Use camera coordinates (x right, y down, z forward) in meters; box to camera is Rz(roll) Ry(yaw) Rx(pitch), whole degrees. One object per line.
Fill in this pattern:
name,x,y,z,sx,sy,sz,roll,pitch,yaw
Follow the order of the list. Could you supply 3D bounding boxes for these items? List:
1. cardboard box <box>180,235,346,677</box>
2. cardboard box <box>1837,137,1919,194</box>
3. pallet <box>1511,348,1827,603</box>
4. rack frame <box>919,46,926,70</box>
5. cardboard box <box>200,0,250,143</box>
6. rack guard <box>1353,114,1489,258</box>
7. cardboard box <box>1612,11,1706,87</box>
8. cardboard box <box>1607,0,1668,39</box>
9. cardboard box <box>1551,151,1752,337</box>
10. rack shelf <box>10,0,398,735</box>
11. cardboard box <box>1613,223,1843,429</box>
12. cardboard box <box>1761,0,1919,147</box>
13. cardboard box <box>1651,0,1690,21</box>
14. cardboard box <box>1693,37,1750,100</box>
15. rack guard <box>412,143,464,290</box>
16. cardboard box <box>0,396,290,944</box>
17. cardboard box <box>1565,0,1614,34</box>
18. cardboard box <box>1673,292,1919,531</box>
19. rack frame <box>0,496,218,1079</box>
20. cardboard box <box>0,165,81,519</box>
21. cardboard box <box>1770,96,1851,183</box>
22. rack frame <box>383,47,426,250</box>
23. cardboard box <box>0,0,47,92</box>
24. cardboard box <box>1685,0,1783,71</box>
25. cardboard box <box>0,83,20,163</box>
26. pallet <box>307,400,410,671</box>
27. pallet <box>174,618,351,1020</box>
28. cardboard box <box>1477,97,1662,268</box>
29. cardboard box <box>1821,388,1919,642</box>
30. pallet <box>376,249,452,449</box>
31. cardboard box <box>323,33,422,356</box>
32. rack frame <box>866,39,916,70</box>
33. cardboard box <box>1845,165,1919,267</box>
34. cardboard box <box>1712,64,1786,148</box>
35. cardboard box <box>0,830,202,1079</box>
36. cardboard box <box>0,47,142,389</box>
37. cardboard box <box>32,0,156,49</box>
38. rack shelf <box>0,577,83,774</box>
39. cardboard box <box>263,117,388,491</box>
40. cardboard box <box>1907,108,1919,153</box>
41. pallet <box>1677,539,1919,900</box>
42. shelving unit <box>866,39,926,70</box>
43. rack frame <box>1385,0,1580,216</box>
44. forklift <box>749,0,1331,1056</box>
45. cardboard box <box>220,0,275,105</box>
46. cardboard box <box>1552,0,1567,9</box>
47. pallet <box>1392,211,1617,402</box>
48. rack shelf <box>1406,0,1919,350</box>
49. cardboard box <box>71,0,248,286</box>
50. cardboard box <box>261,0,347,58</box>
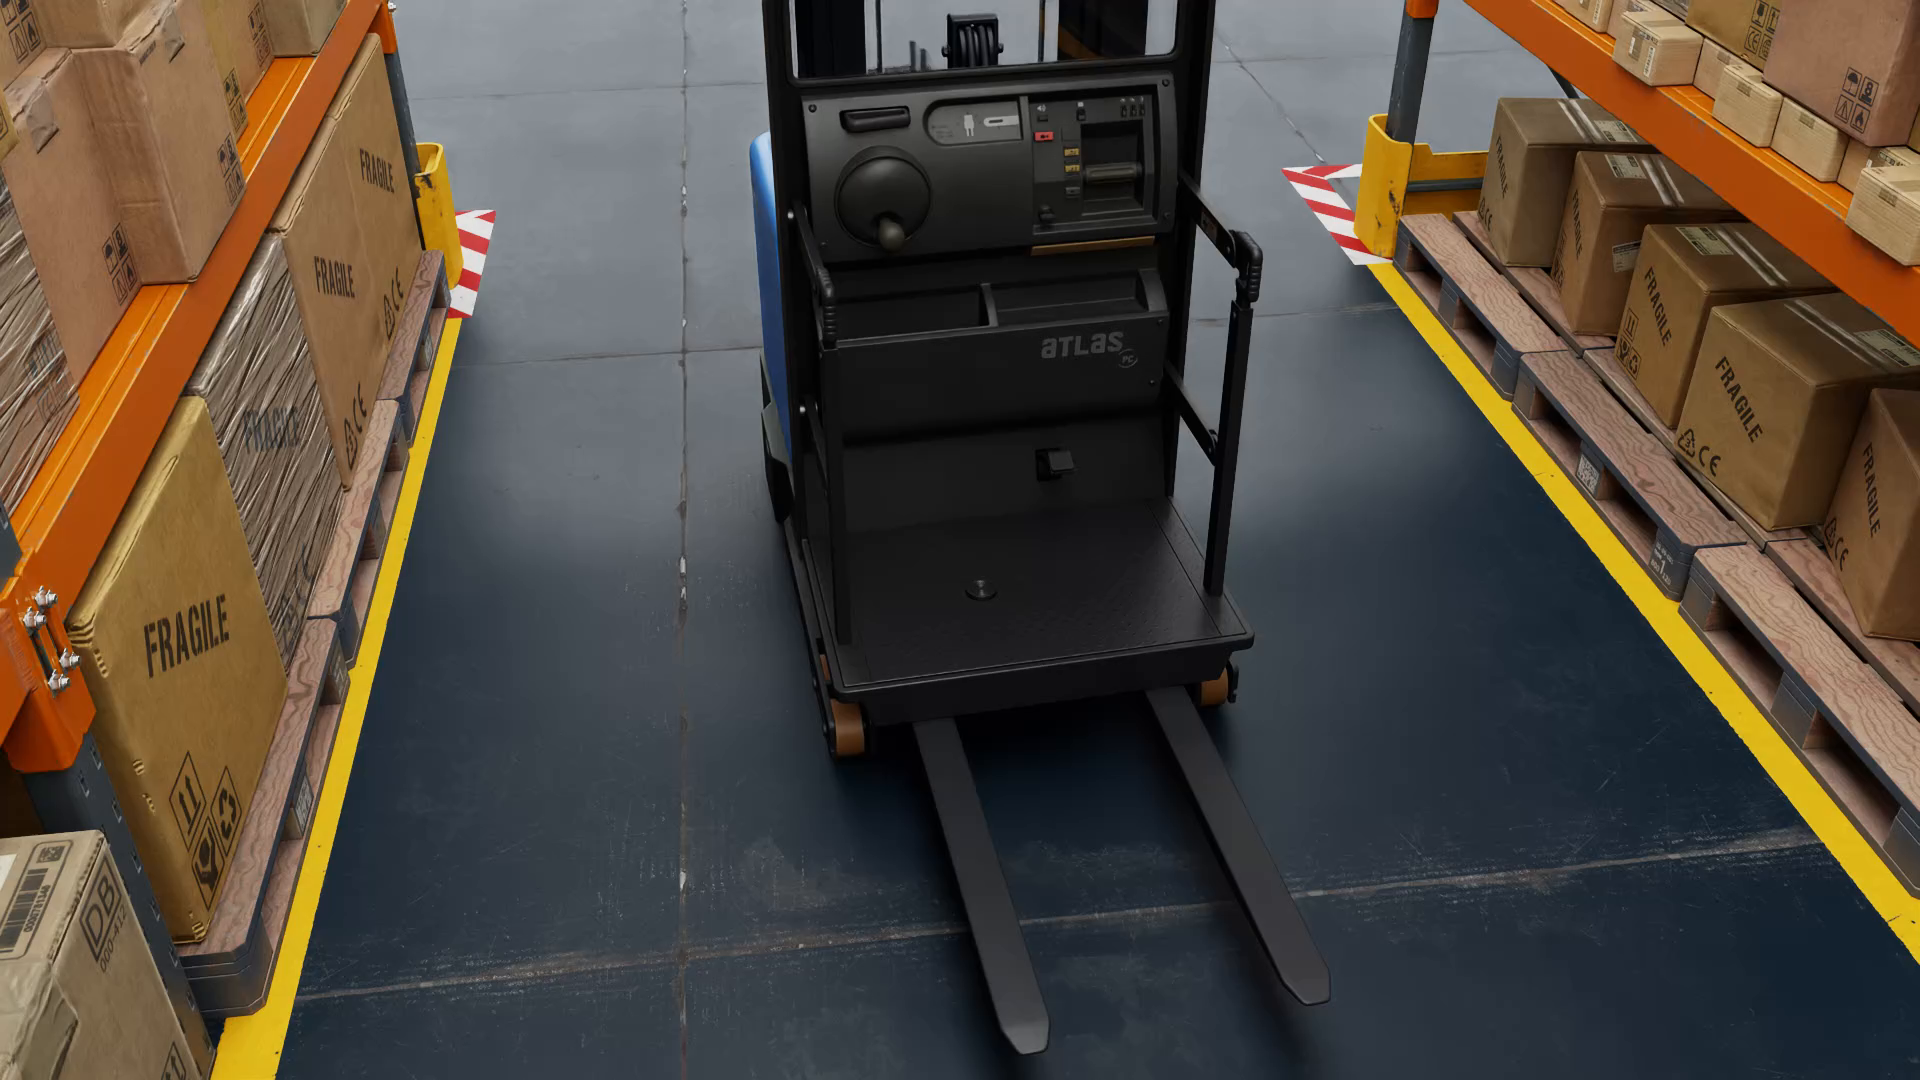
cardboard box,-2.240,-0.205,4.400,0.875,0.875,0.875,-4,34,-6
cardboard box,2.463,-0.928,4.171,0.380,0.149,0.250,-4,35,-6
pallet,2.536,-0.271,5.461,1.003,0.211,1.213,-4,35,-6
rack frame,-0.210,-1.067,5.709,0.240,1.200,0.006,-7,25,-11
cardboard box,-2.384,-1.221,4.244,0.875,0.550,0.500,-4,35,-6
rack guard,2.301,-1.526,7.045,1.175,0.500,0.348,-4,35,-6
cardboard box,2.199,-1.476,4.976,0.380,0.149,0.250,-4,35,-6
cardboard box,2.268,-1.624,5.192,0.380,0.149,0.250,-4,35,-6
cardboard box,2.473,-1.061,5.991,0.500,0.500,0.500,4,35,6
rack shelf,-2.369,-0.869,4.500,1.077,0.370,4.000,-4,35,-6
cardboard box,2.538,-0.711,5.476,0.500,0.500,0.500,-1,34,-2
cardboard box,2.630,-1.342,4.203,0.875,0.500,0.500,-4,35,-6
cardboard box,2.548,-1.904,5.028,0.875,0.500,0.500,-4,35,-6
cardboard box,2.364,-1.347,4.786,0.380,0.149,0.250,-4,35,-6
rack guard,-2.641,-1.263,6.659,1.175,0.500,0.348,-4,35,-6
cardboard box,-2.115,0.298,3.663,0.875,0.875,0.875,-4,34,-6
cardboard box,2.207,-1.761,5.393,0.380,0.149,0.250,-4,35,-6
cardboard box,2.569,-0.396,5.014,0.500,0.500,0.500,-7,35,-11
rack frame,-2.100,-0.050,2.660,1.000,3.000,0.127,-4,35,-6
cardboard box,-2.161,-0.317,2.918,0.875,0.550,0.550,-4,35,-6
cardboard box,2.390,-1.065,4.372,0.380,0.149,0.250,-4,35,-6
rack frame,-2.638,-2.282,5.935,1.000,3.000,0.127,-4,35,-6
cardboard box,-2.304,-1.065,3.057,0.875,0.550,0.550,-4,35,-6
cardboard box,2.604,-1.625,4.617,0.875,0.500,0.500,-4,35,-6
cardboard box,-2.115,-0.767,2.619,0.875,0.550,0.550,-4,35,-6
pallet,-2.292,-0.010,5.078,1.003,0.211,1.213,-4,35,-6
pallet,-2.124,0.672,4.077,1.003,0.211,1.213,-4,35,-6
cardboard box,2.358,-1.392,6.476,0.500,0.500,0.500,2,34,2
cardboard box,2.730,-0.055,4.514,0.500,0.500,0.500,6,35,9
pallet,-2.452,-0.690,6.075,1.003,0.211,1.213,-4,35,-6
cardboard box,-2.481,-1.204,5.867,0.875,0.875,0.875,-4,34,-6
rack frame,-0.251,-1.140,5.872,0.240,1.200,0.006,-7,25,-11
cardboard box,2.366,-0.779,3.952,0.380,0.149,0.250,-4,35,-6
cardboard box,2.322,-1.201,4.572,0.380,0.149,0.250,-4,35,-6
cardboard box,-1.927,1.046,2.677,1.050,0.750,0.750,-5,35,-7
cardboard box,-2.257,-0.622,3.366,0.875,0.550,0.550,-4,35,-6
cardboard box,-2.241,-1.377,3.514,0.875,0.550,0.550,-4,35,-6
rack shelf,-1.831,1.363,1.225,1.077,0.370,4.000,-4,35,-6
cardboard box,-2.360,-0.713,5.147,0.875,0.875,0.875,-5,35,-7
cardboard box,2.797,-1.071,3.805,0.875,0.500,0.500,-4,35,-6
pallet,2.704,0.411,4.460,1.003,0.211,1.213,-4,35,-6
shelving unit,-0.230,-1.104,5.791,0.258,1.200,0.189,-7,25,-11
rack frame,2.291,-2.601,6.404,1.000,3.000,0.127,-4,35,-6
forklift,0.130,-0.866,3.918,1.130,2.935,3.031,-7,35,-10
cardboard box,-2.496,-1.513,4.674,0.875,0.550,0.550,-4,35,-6
cardboard box,2.181,-1.901,5.599,0.380,0.149,0.250,-4,35,-6
pallet,2.375,-0.951,6.458,1.003,0.211,1.213,-4,35,-6
rack shelf,2.560,-1.188,4.969,1.077,0.370,4.000,-4,35,-6
cardboard box,-2.213,-0.932,3.822,0.875,0.550,0.550,-4,35,-6
cardboard box,-2.447,-1.835,5.146,0.875,0.550,0.550,-4,35,-6
